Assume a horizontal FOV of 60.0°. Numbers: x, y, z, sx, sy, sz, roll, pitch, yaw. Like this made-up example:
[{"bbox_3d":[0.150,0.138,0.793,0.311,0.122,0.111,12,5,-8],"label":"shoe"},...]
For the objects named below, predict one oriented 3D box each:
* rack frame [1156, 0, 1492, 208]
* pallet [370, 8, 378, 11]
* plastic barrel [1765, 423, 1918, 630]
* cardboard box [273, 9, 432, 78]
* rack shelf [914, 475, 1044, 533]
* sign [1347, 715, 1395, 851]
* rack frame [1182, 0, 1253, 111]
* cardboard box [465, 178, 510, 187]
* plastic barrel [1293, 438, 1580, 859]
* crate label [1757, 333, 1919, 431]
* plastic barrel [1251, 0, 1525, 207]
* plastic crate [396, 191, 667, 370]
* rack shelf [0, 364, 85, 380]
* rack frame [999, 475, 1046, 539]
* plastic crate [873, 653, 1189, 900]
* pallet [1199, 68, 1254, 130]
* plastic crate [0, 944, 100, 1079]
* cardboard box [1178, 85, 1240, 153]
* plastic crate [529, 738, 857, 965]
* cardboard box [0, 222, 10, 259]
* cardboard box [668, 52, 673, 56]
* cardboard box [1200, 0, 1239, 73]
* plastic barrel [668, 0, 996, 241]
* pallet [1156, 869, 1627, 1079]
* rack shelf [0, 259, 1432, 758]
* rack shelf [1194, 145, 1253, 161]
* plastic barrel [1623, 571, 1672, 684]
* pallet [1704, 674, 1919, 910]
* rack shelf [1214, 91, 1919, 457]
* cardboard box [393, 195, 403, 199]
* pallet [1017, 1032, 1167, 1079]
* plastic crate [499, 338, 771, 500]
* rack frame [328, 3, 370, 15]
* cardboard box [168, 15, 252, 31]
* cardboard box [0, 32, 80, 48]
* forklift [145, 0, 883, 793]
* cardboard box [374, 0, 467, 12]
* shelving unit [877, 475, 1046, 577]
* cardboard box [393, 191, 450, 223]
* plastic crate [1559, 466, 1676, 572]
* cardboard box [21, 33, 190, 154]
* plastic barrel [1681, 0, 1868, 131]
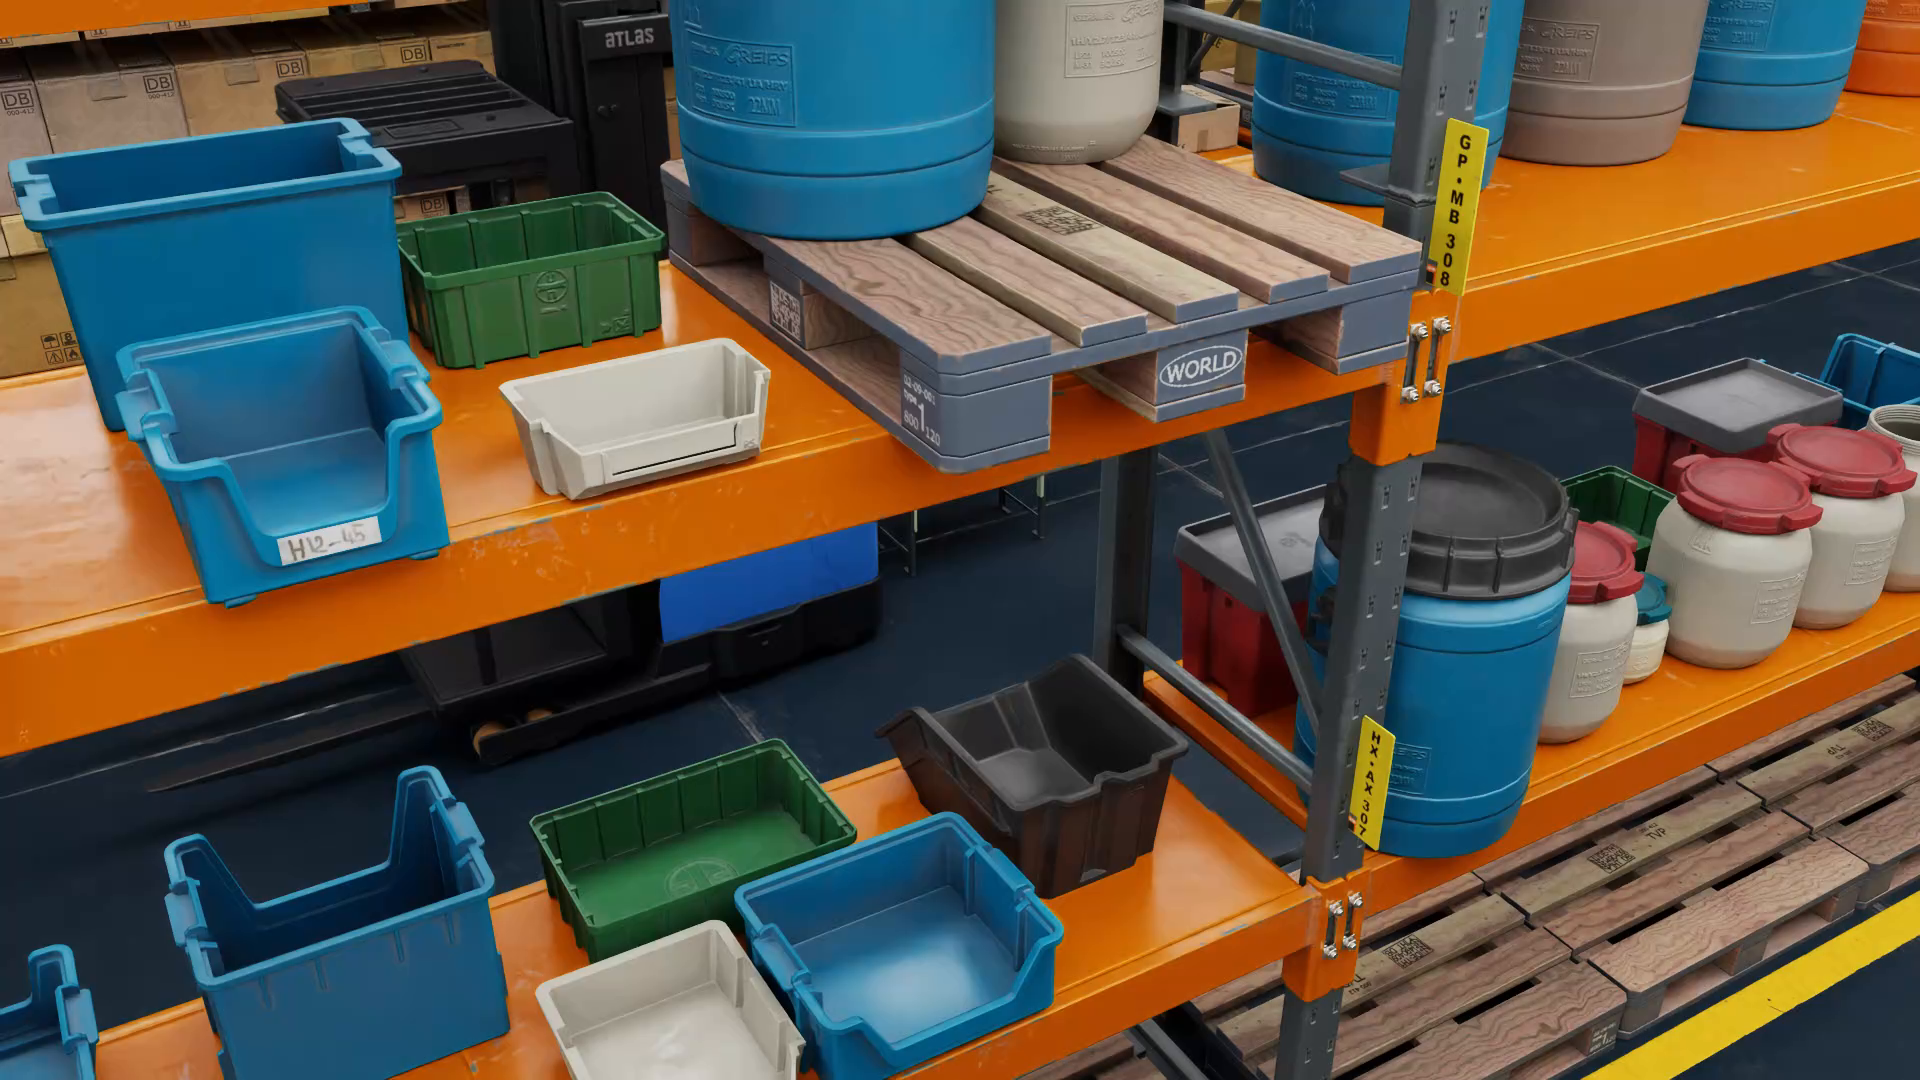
[{"bbox_3d":[0.679,-2.175,2.877,0.127,3.000,1.000,-16,33,-26],"label":"rack frame"},{"bbox_3d":[-3.607,-3.718,12.081,1.213,0.211,1.003,-16,33,-26],"label":"pallet"},{"bbox_3d":[2.621,-0.036,5.070,0.433,0.535,0.433,0,29,0],"label":"plastic barrel"},{"bbox_3d":[-2.641,-1.989,7.303,0.500,0.500,0.700,-16,33,-26],"label":"cardboard box"},{"bbox_3d":[-0.006,-0.370,8.042,0.720,0.370,0.431,-16,33,-26],"label":"rack shelf"},{"bbox_3d":[0.948,0.563,3.840,0.005,0.325,0.100,-16,33,-26],"label":"sign"},{"bbox_3d":[1.622,-2.592,9.842,0.127,3.000,1.000,-16,33,-26],"label":"rack frame"},{"bbox_3d":[-2.167,-1.725,7.496,0.250,0.149,0.380,-17,33,-27],"label":"cardboard box"},{"bbox_3d":[1.166,0.264,4.148,0.708,0.901,0.600,-16,33,-26],"label":"plastic barrel"},{"bbox_3d":[3.134,-0.412,5.856,0.616,0.435,0.502,-16,33,-26],"label":"crate label"},{"bbox_3d":[1.008,-1.296,3.870,0.708,0.901,0.600,-16,33,-26],"label":"plastic barrel"},{"bbox_3d":[-0.819,-0.496,3.159,0.450,0.188,0.336,-16,33,-26],"label":"plastic crate"},{"bbox_3d":[-3.551,-0.808,7.354,4.000,0.370,1.077,-16,33,-26],"label":"rack shelf"},{"bbox_3d":[0.310,-0.745,8.047,0.023,1.500,0.400,-16,33,-26],"label":"rack frame"},{"bbox_3d":[0.163,0.554,4.206,0.504,0.338,0.767,-16,33,-26],"label":"plastic crate"},{"bbox_3d":[2.170,-2.703,10.242,1.003,0.211,1.213,-16,33,-26],"label":"pallet"},{"bbox_3d":[-1.927,1.092,3.320,0.408,0.251,0.499,-16,33,-26],"label":"plastic crate"},{"bbox_3d":[1.286,-2.482,9.735,0.500,0.311,0.500,-14,32,-23],"label":"cardboard box"},{"bbox_3d":[-0.634,0.759,3.989,0.662,0.188,0.450,-16,33,-26],"label":"plastic crate"},{"bbox_3d":[-3.939,-1.221,6.583,0.250,0.149,0.380,-17,33,-28],"label":"cardboard box"},{"bbox_3d":[-2.009,-3.769,13.332,0.500,0.250,0.500,-15,32,-25],"label":"cardboard box"},{"bbox_3d":[2.063,-4.663,15.385,0.750,0.750,0.750,-15,32,-26],"label":"cardboard box"},{"bbox_3d":[-0.233,-1.066,3.019,0.708,0.901,0.600,-16,33,-26],"label":"plastic barrel"},{"bbox_3d":[1.337,1.464,5.378,1.213,0.211,1.003,-16,33,-26],"label":"pallet"},{"bbox_3d":[-1.045,-0.057,2.889,4.000,0.370,1.077,-16,33,-26],"label":"rack shelf"},{"bbox_3d":[-0.103,-1.787,9.128,4.000,0.370,1.077,-16,33,-26],"label":"rack shelf"},{"bbox_3d":[1.898,0.252,4.831,0.301,0.262,0.301,0,29,0],"label":"plastic barrel"},{"bbox_3d":[3.440,0.867,6.460,1.213,0.211,1.003,-16,33,-26],"label":"pallet"},{"bbox_3d":[2.404,-1.036,4.663,4.000,0.370,1.077,-16,33,-26],"label":"rack shelf"},{"bbox_3d":[-2.618,-1.595,7.261,0.250,0.149,0.380,-16,33,-26],"label":"cardboard box"},{"bbox_3d":[0.079,1.820,4.734,1.213,0.211,1.003,-16,33,-26],"label":"pallet"},{"bbox_3d":[-0.500,-0.185,2.649,0.396,0.136,0.243,-16,33,-26],"label":"plastic crate"},{"bbox_3d":[-4.340,-3.675,11.805,0.127,3.000,1.000,-16,33,-26],"label":"rack frame"},{"bbox_3d":[-5.018,-3.578,10.986,0.500,0.500,0.500,-16,33,-27],"label":"cardboard box"},{"bbox_3d":[-5.906,-3.331,10.540,0.500,0.500,0.500,-15,32,-25],"label":"cardboard box"},{"bbox_3d":[-1.870,-0.680,6.450,3.031,2.935,1.130,-17,33,-27],"label":"forklift"},{"bbox_3d":[-3.884,-4.022,11.875,0.500,0.500,0.700,-16,33,-26],"label":"cardboard box"},{"bbox_3d":[-0.006,-0.655,7.885,0.755,1.500,0.431,-16,33,-26],"label":"shelving unit"},{"bbox_3d":[-2.658,-1.413,7.603,0.500,0.500,0.700,-16,33,-27],"label":"cardboard box"},{"bbox_3d":[2.038,0.001,5.363,0.662,0.188,0.450,-16,33,-26],"label":"plastic crate"},{"bbox_3d":[-3.504,-1.744,6.860,0.500,0.500,0.700,-16,33,-26],"label":"cardboard box"},{"bbox_3d":[2.135,-1.616,4.450,0.708,0.901,0.600,-16,33,-26],"label":"plastic barrel"}]
